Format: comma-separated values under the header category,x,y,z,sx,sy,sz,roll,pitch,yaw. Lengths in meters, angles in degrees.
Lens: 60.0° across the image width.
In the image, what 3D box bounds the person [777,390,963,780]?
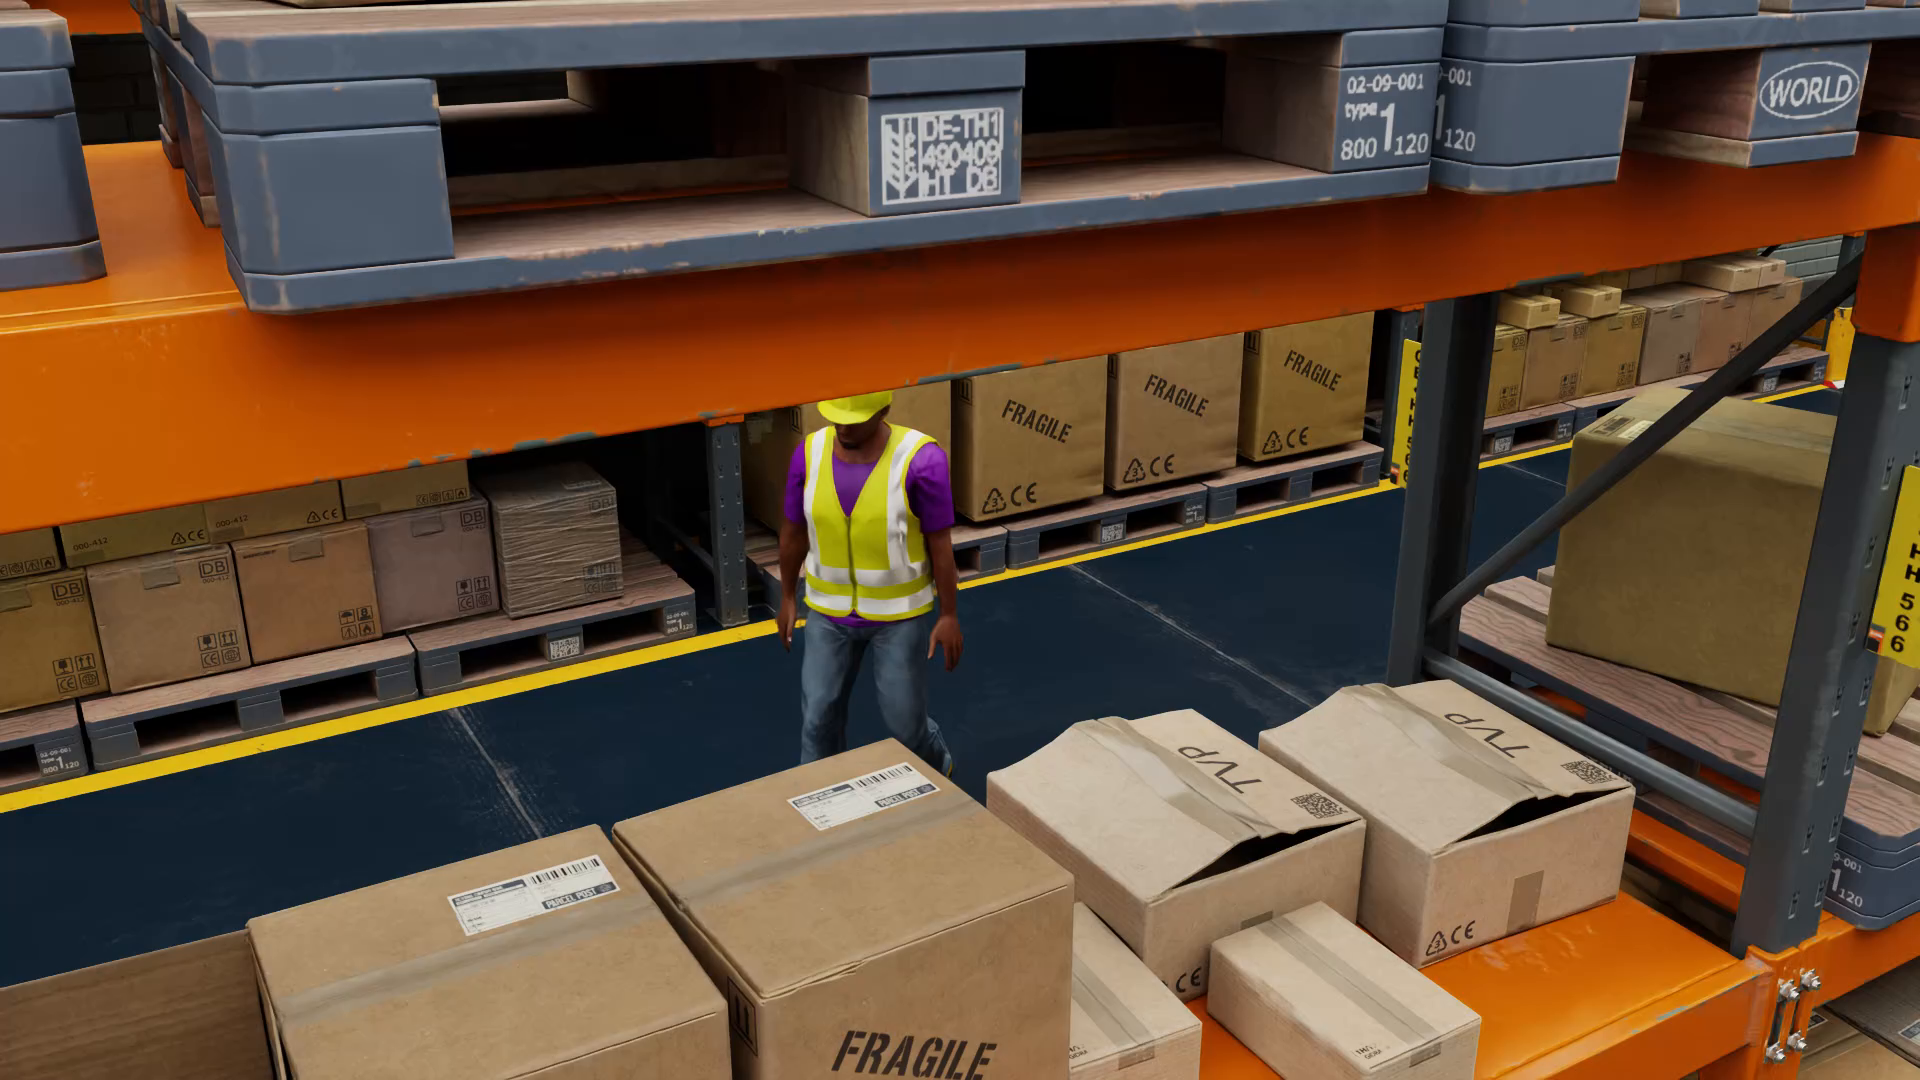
category,x,y,z,sx,sy,sz,roll,pitch,yaw
person,-0.311,0.232,5.437,0.655,1.761,0.640,6,22,14
